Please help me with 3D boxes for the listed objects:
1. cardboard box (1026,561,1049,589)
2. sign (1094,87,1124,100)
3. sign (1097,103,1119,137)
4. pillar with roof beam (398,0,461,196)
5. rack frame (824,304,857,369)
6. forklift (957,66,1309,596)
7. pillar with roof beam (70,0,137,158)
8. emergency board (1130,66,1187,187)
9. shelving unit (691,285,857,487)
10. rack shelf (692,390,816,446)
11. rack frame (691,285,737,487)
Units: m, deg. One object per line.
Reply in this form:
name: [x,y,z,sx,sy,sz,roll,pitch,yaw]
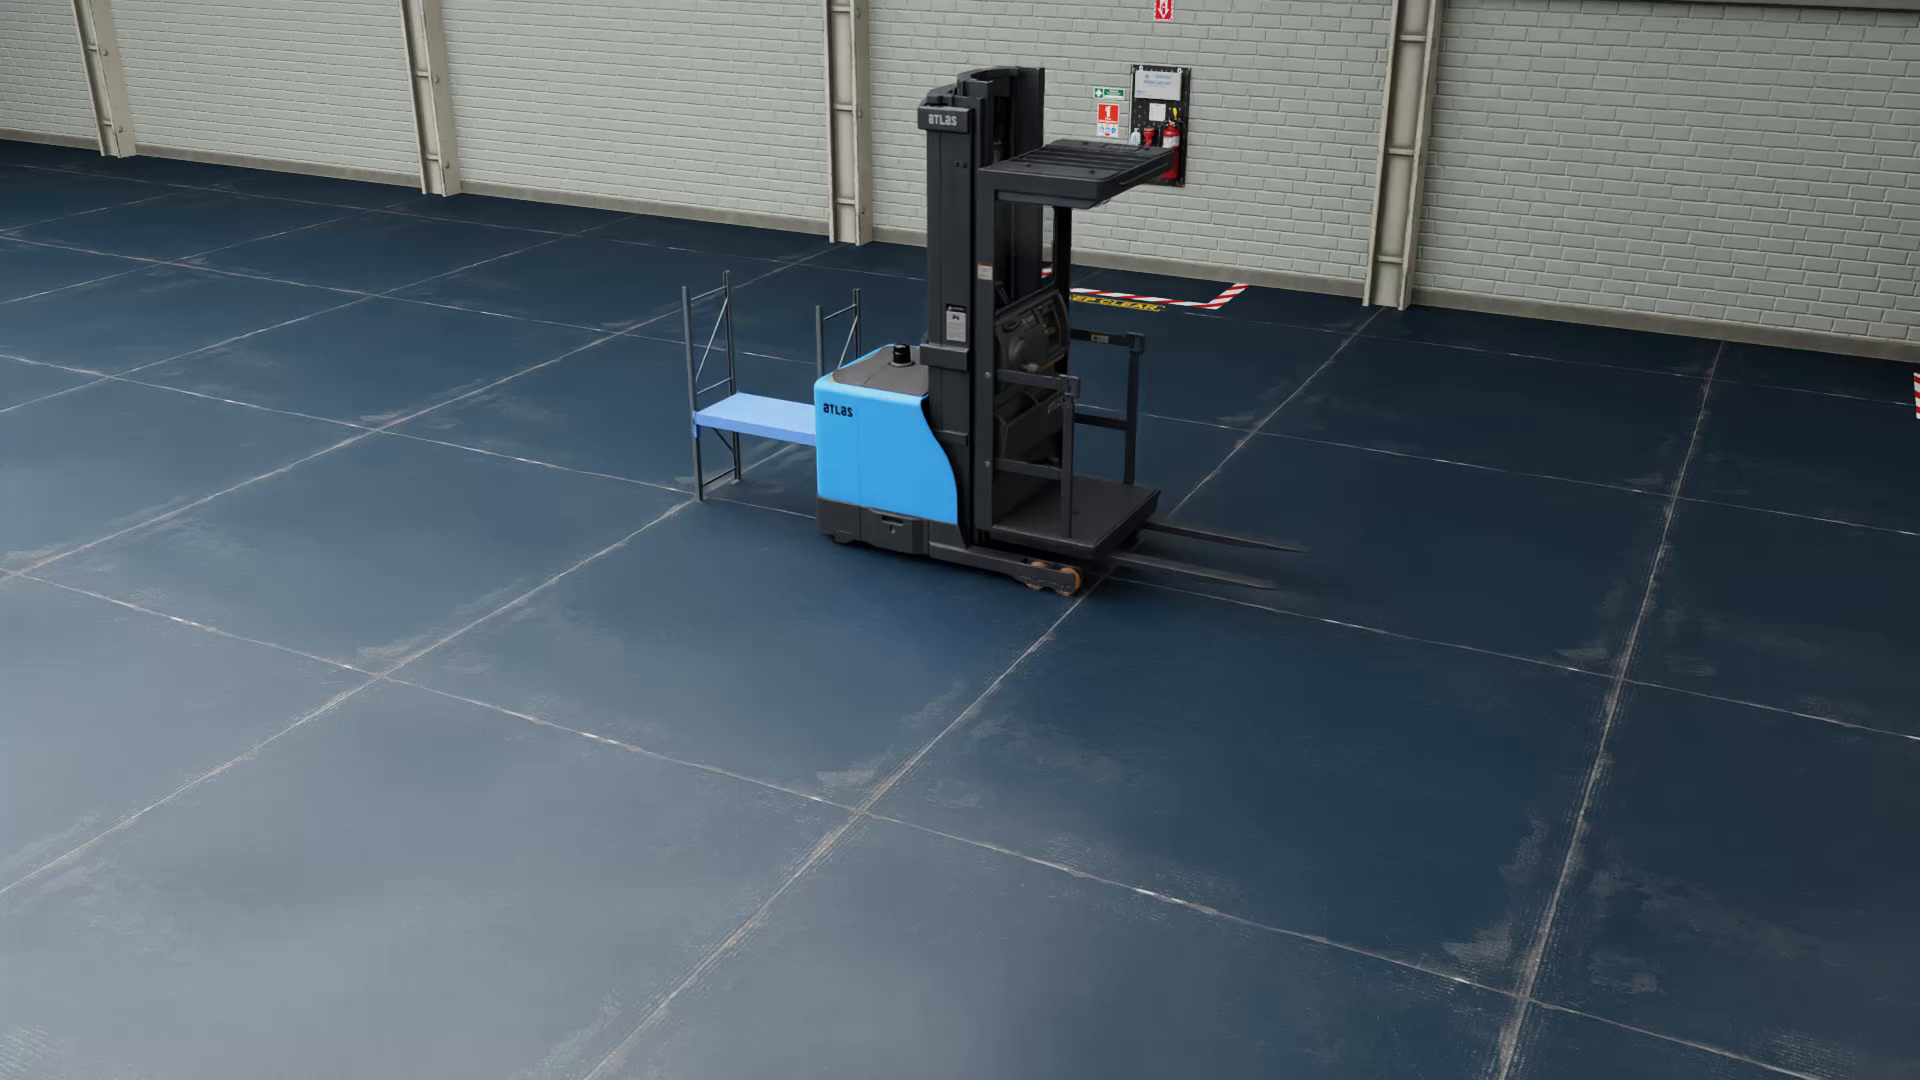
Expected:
cardboard box: [0.466,0.213,10.050,0.160,0.156,0.130,11,25,24]
sign: [1.505,-4.508,16.795,0.331,0.109,0.001,11,25,25]
sign: [1.504,-4.268,16.908,0.234,0.329,0.001,11,25,25]
pillar with roof beam: [-8.512,-7.044,15.816,0.400,9.000,9.100,11,25,25]
rack frame: [-0.771,-0.846,10.824,0.013,1.308,0.475,12,26,25]
forklift: [0.618,-1.251,9.947,3.031,2.935,1.121,12,26,25]
pillar with roof beam: [-13.866,-8.104,18.307,0.400,9.000,9.100,11,25,25]
emergency board: [1.954,-4.117,16.598,0.636,1.158,0.192,11,25,25]
shelving unit: [-1.221,-0.939,11.042,1.030,1.308,0.538,12,26,25]
rack shelf: [-1.221,-0.774,11.112,1.000,0.185,0.538,12,26,25]
rack frame: [-1.673,-1.030,11.257,0.013,1.308,0.475,12,26,25]
